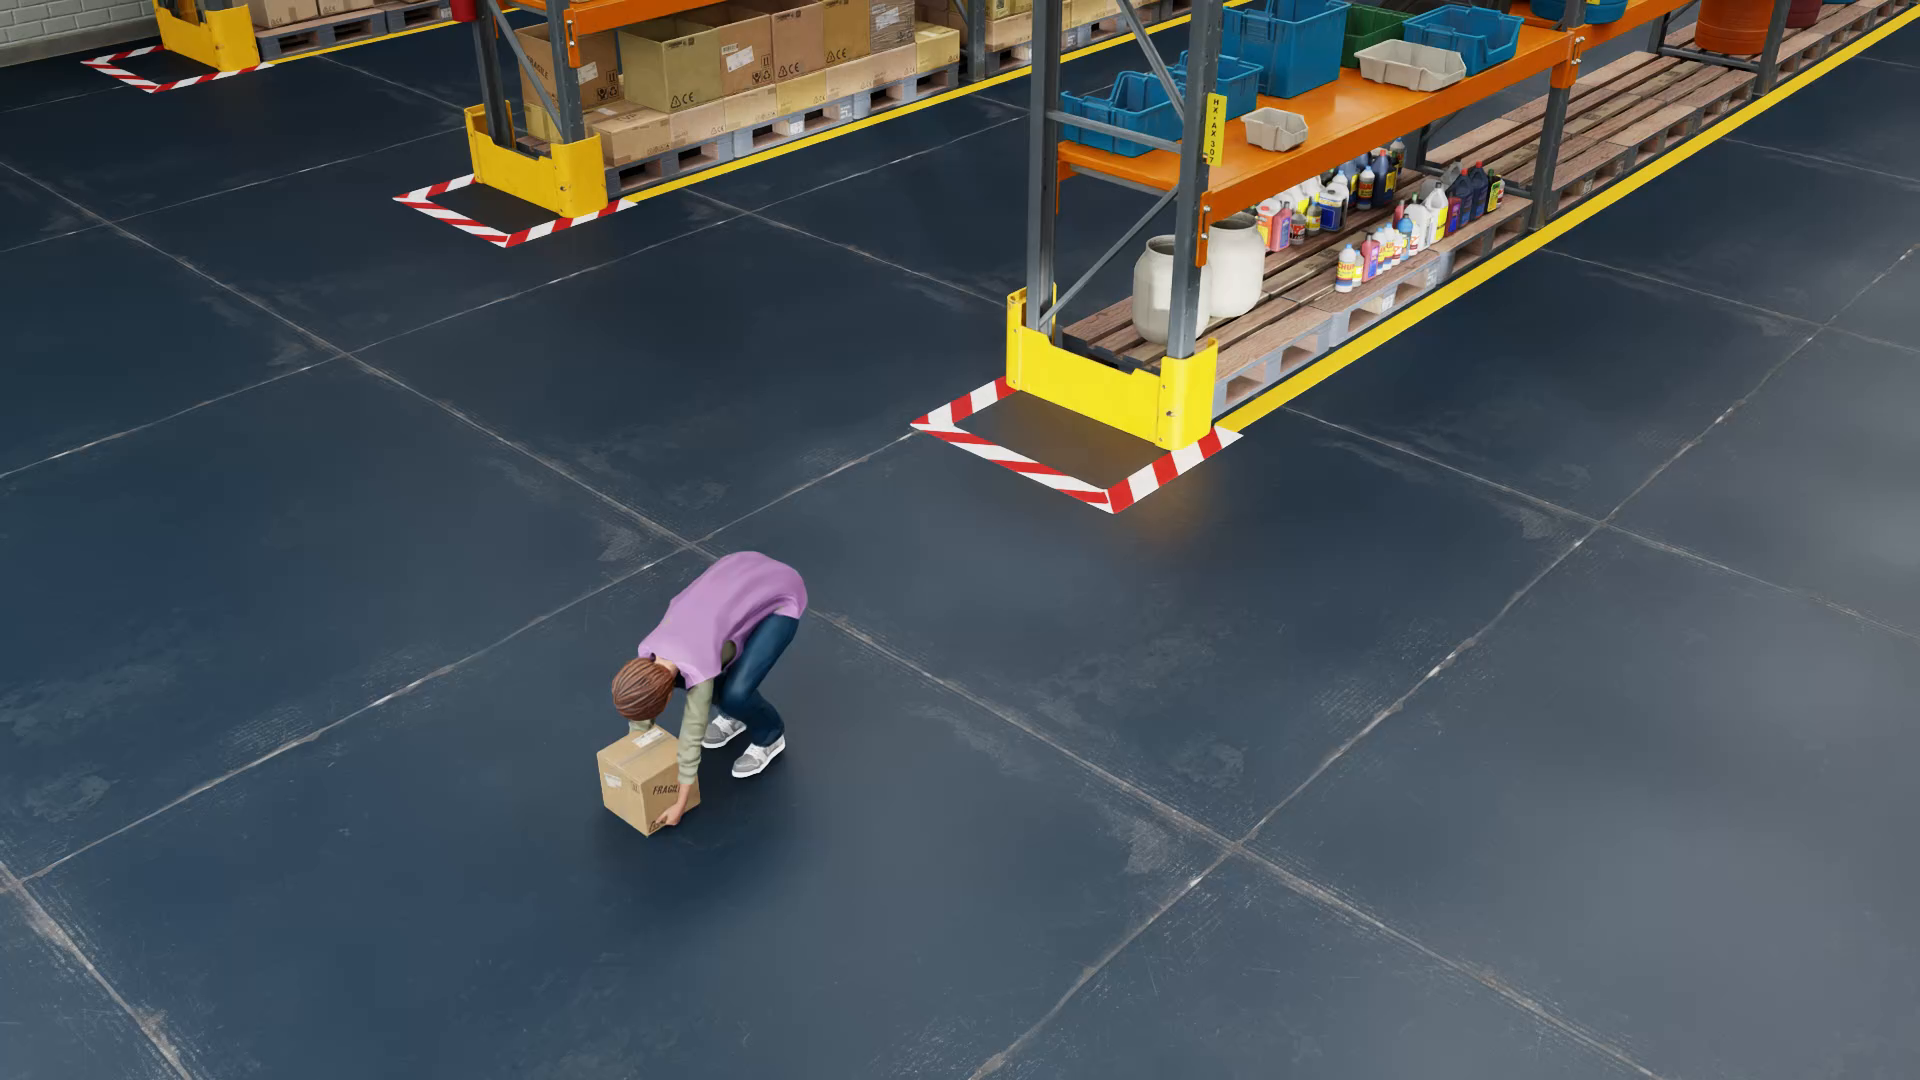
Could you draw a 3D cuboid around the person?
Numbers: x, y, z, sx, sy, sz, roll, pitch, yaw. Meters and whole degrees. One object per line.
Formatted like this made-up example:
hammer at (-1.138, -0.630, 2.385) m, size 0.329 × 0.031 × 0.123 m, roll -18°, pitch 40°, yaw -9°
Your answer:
person at (-0.905, 0.512, 6.079) m, size 0.424 × 0.815 × 0.861 m, roll 24°, pitch 39°, yaw 33°
